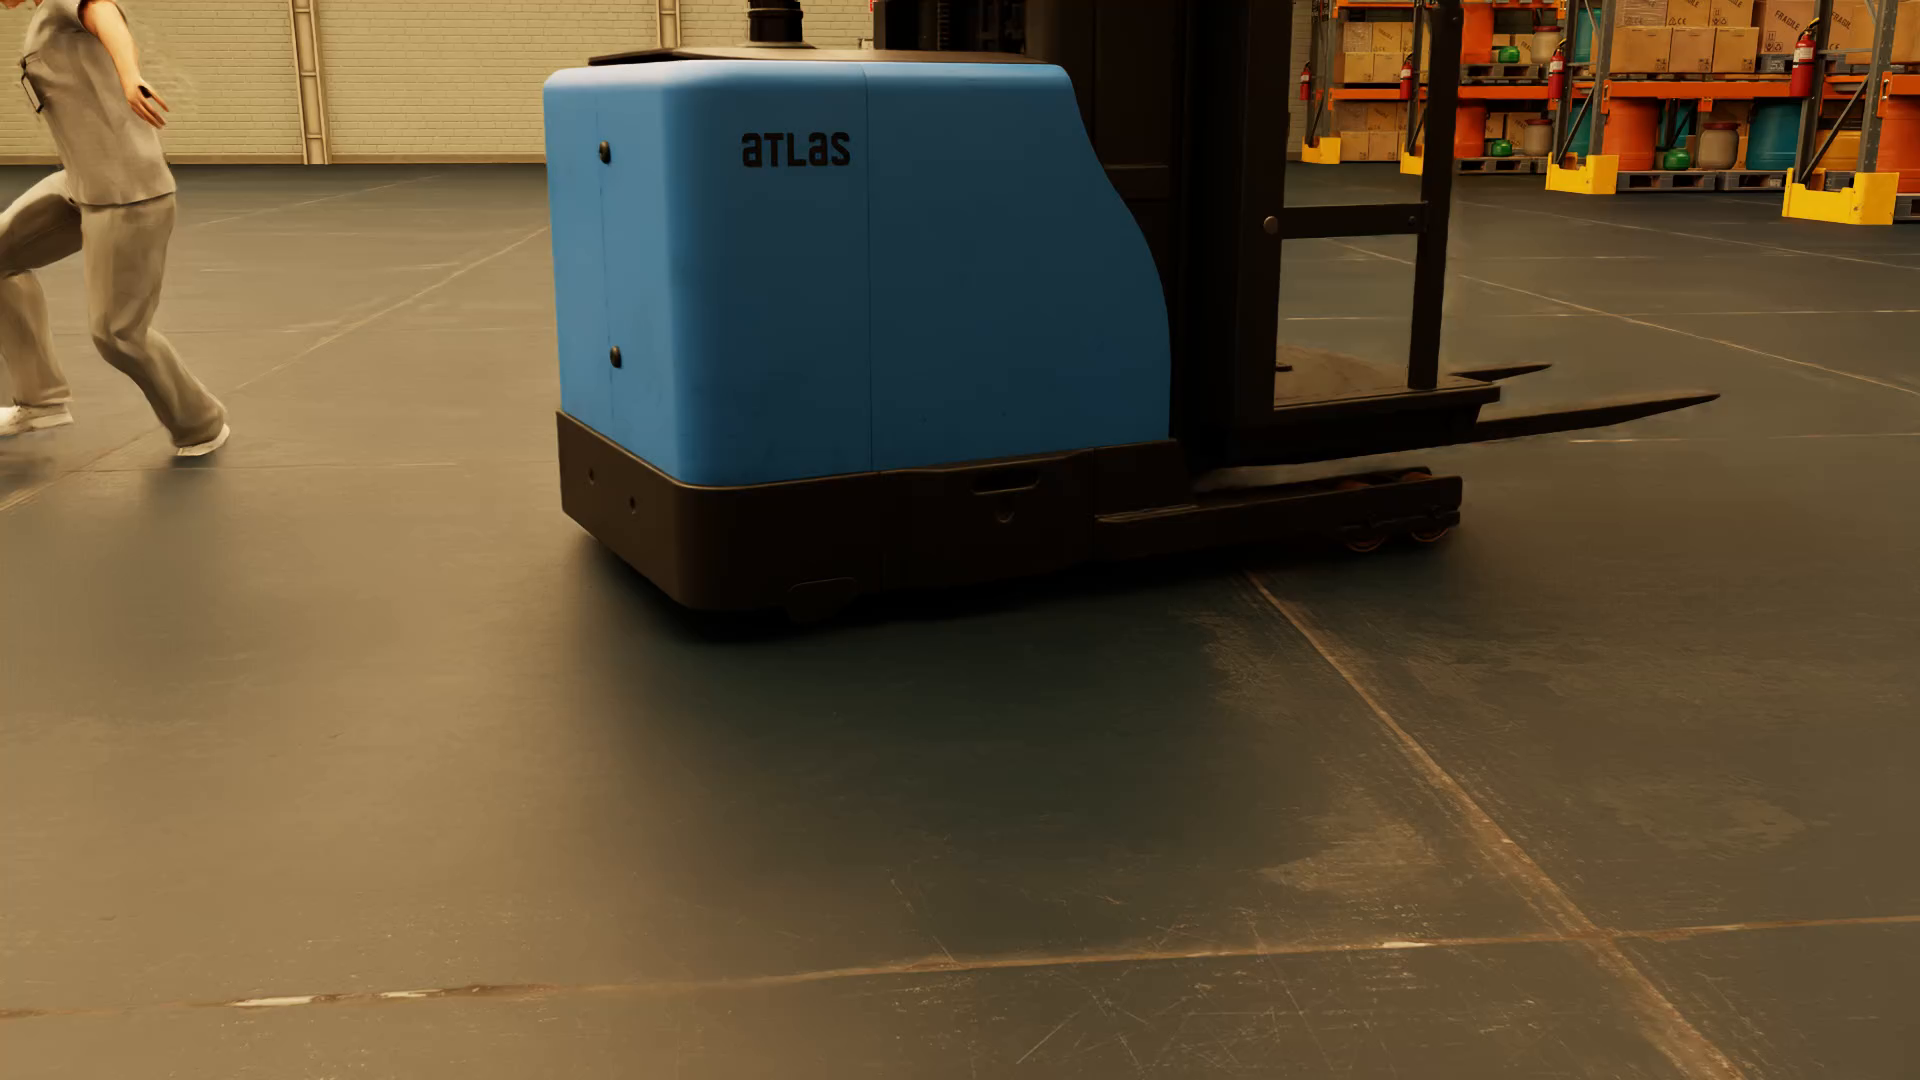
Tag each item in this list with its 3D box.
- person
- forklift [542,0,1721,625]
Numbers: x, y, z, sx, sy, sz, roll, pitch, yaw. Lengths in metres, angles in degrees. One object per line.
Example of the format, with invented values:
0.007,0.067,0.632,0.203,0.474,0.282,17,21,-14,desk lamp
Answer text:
-2.337,-0.910,4.559,0.603,1.591,1.069,-12,19,-37,person
0.605,-1.499,3.871,3.031,2.935,1.130,-8,17,-27,forklift
